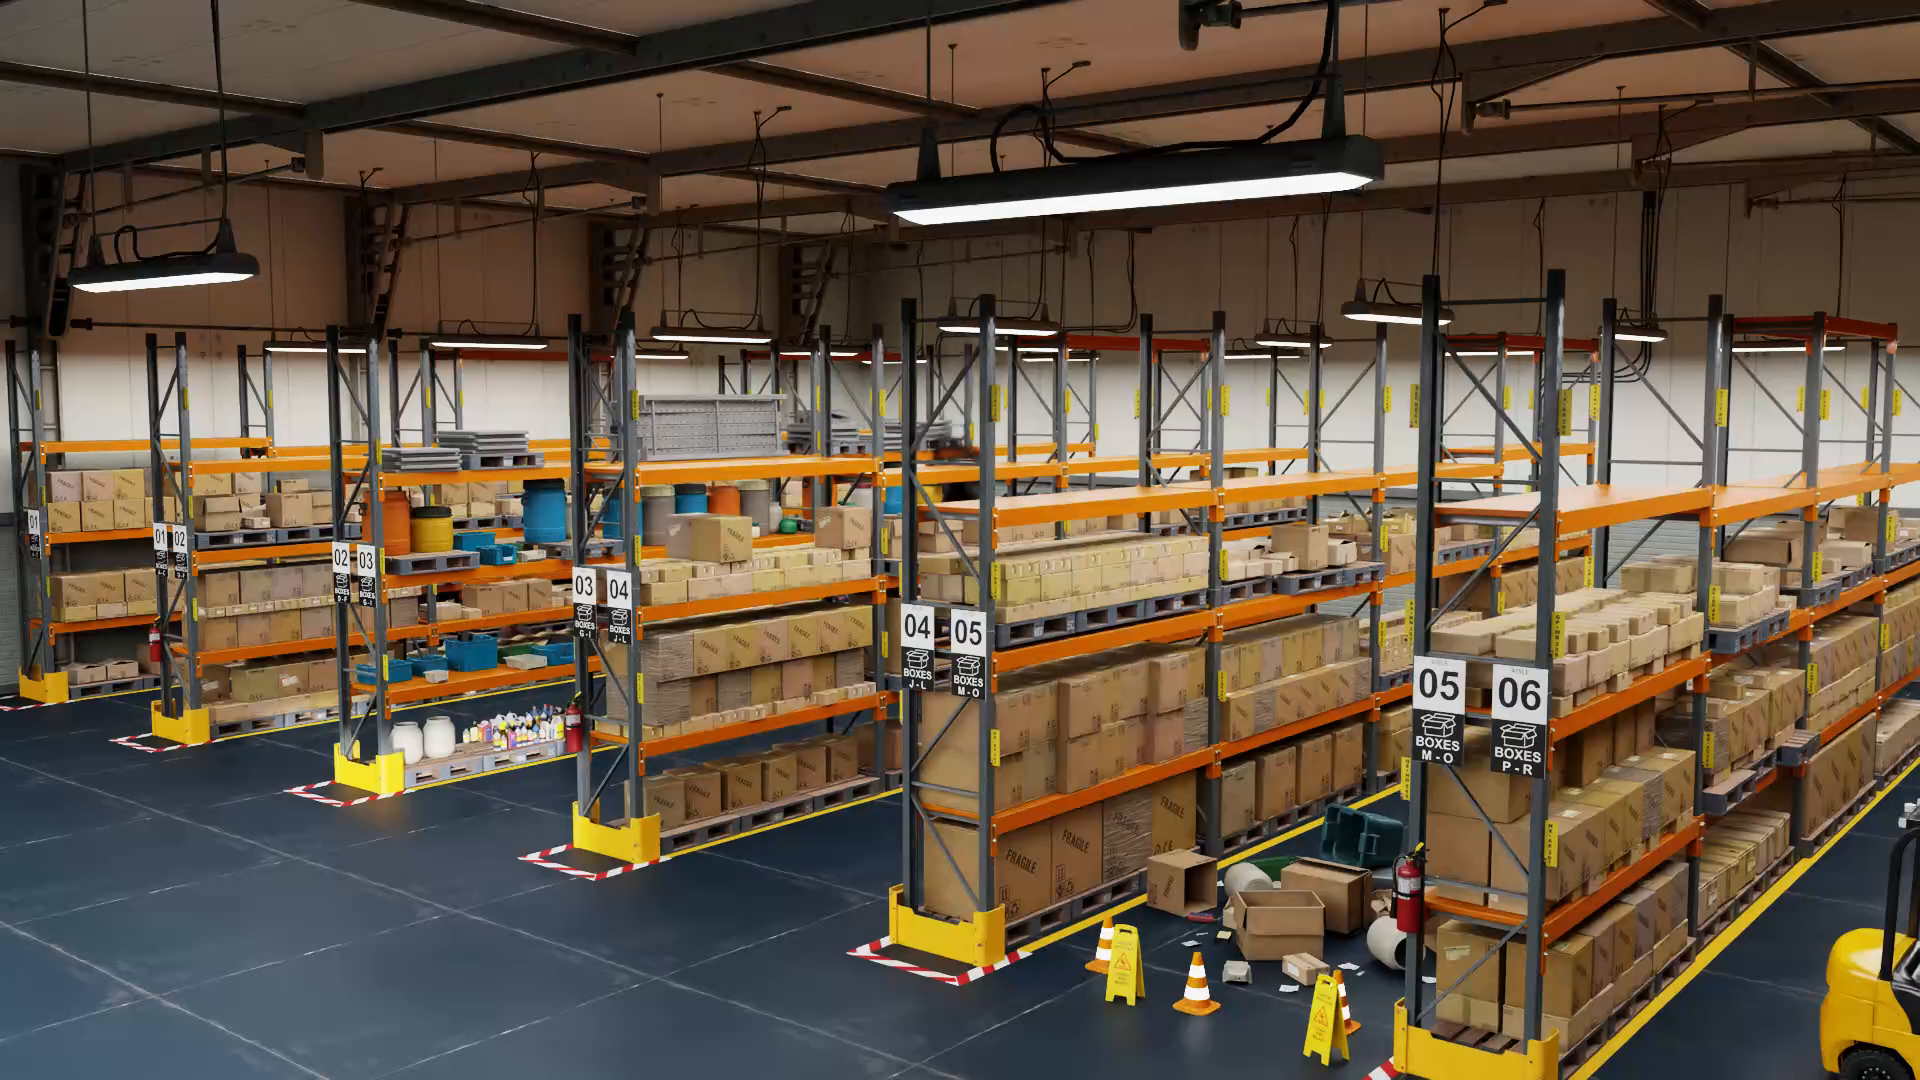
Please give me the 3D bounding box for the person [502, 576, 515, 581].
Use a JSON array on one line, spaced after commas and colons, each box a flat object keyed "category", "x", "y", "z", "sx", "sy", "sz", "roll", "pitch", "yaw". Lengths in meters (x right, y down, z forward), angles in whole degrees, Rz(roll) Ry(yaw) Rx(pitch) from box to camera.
[{"category": "person", "x": -8.699, "y": 1.424, "z": 32.376, "sx": 0.581, "sy": 1.715, "sz": 0.880, "roll": 3, "pitch": 6, "yaw": 33}]
